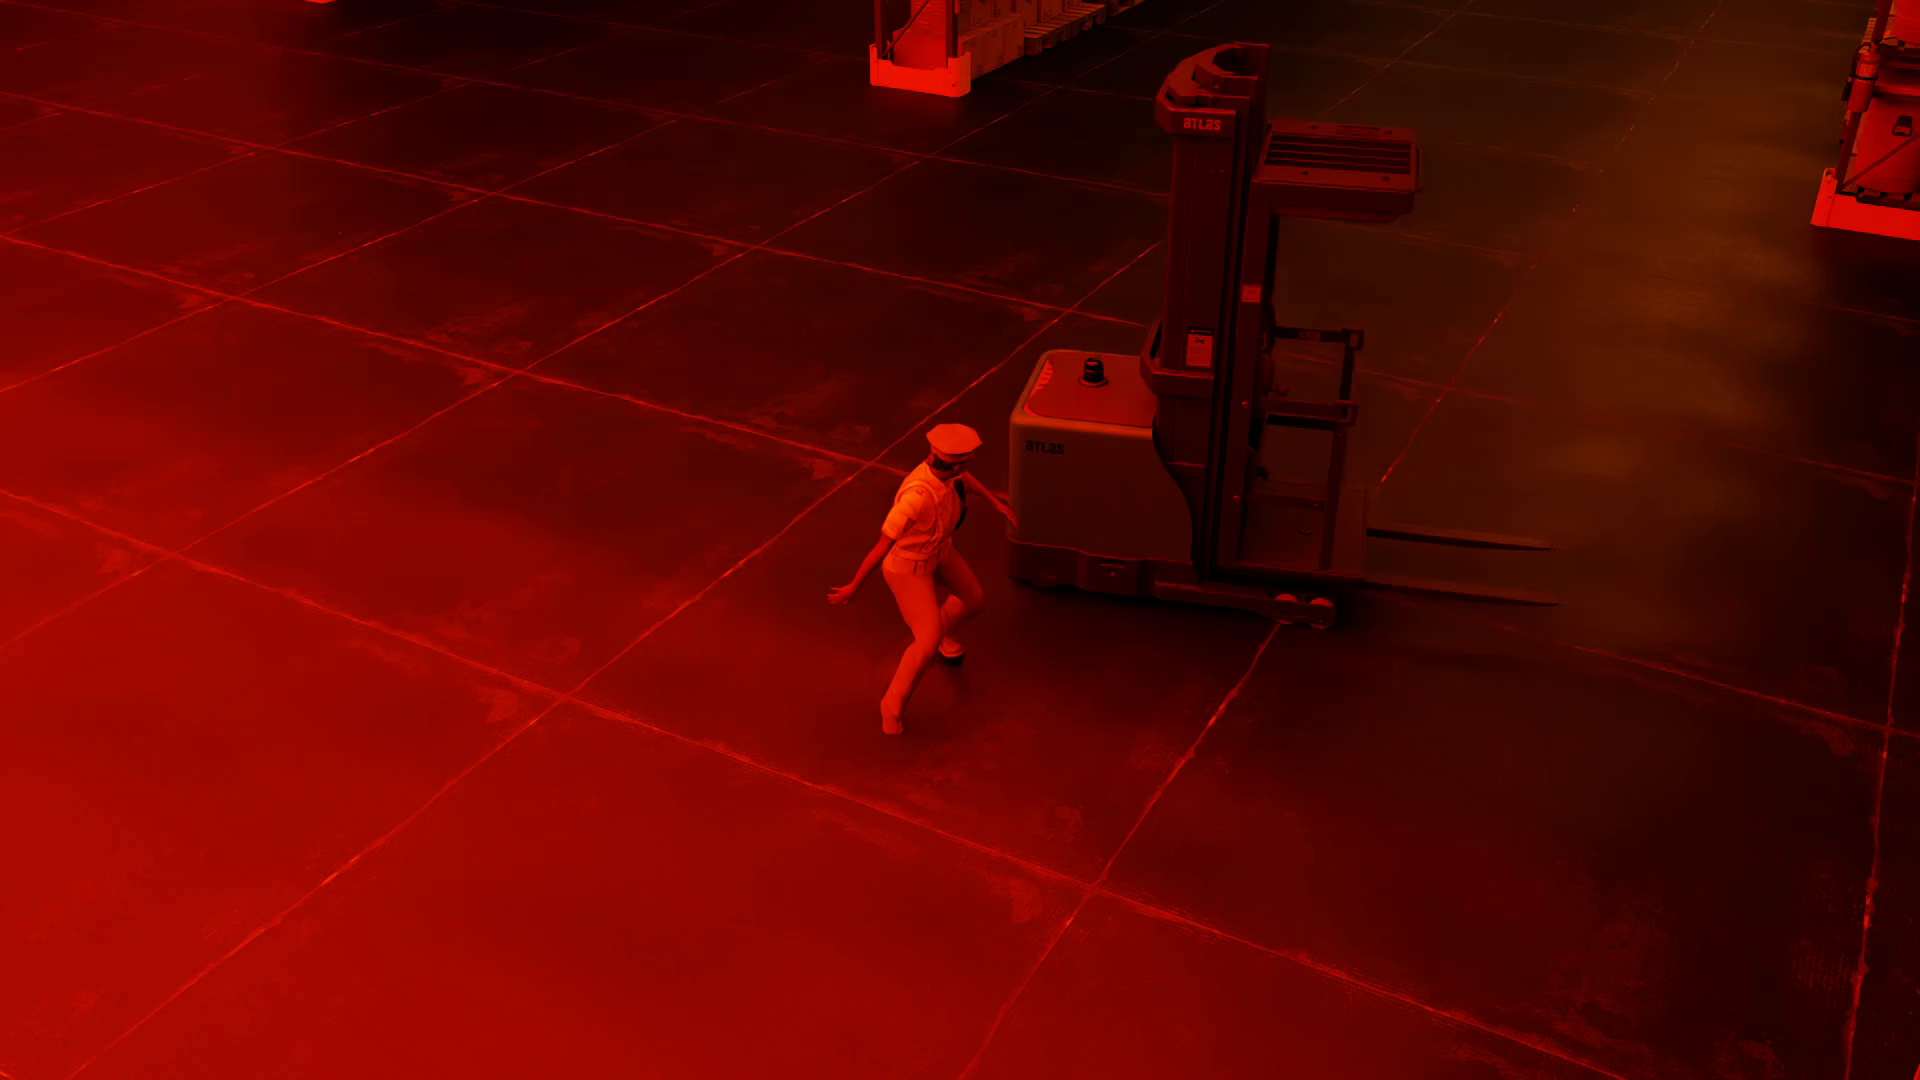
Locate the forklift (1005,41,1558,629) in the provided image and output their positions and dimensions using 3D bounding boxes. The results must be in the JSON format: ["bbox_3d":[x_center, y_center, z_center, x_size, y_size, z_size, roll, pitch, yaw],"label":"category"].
[{"bbox_3d":[1.832,-1.073,8.929,3.031,2.935,1.130,7,31,12],"label":"forklift"}]

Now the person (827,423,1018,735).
[{"bbox_3d":[-0.169,0.179,8.304,0.553,1.604,0.975,16,34,26],"label":"person"}]
